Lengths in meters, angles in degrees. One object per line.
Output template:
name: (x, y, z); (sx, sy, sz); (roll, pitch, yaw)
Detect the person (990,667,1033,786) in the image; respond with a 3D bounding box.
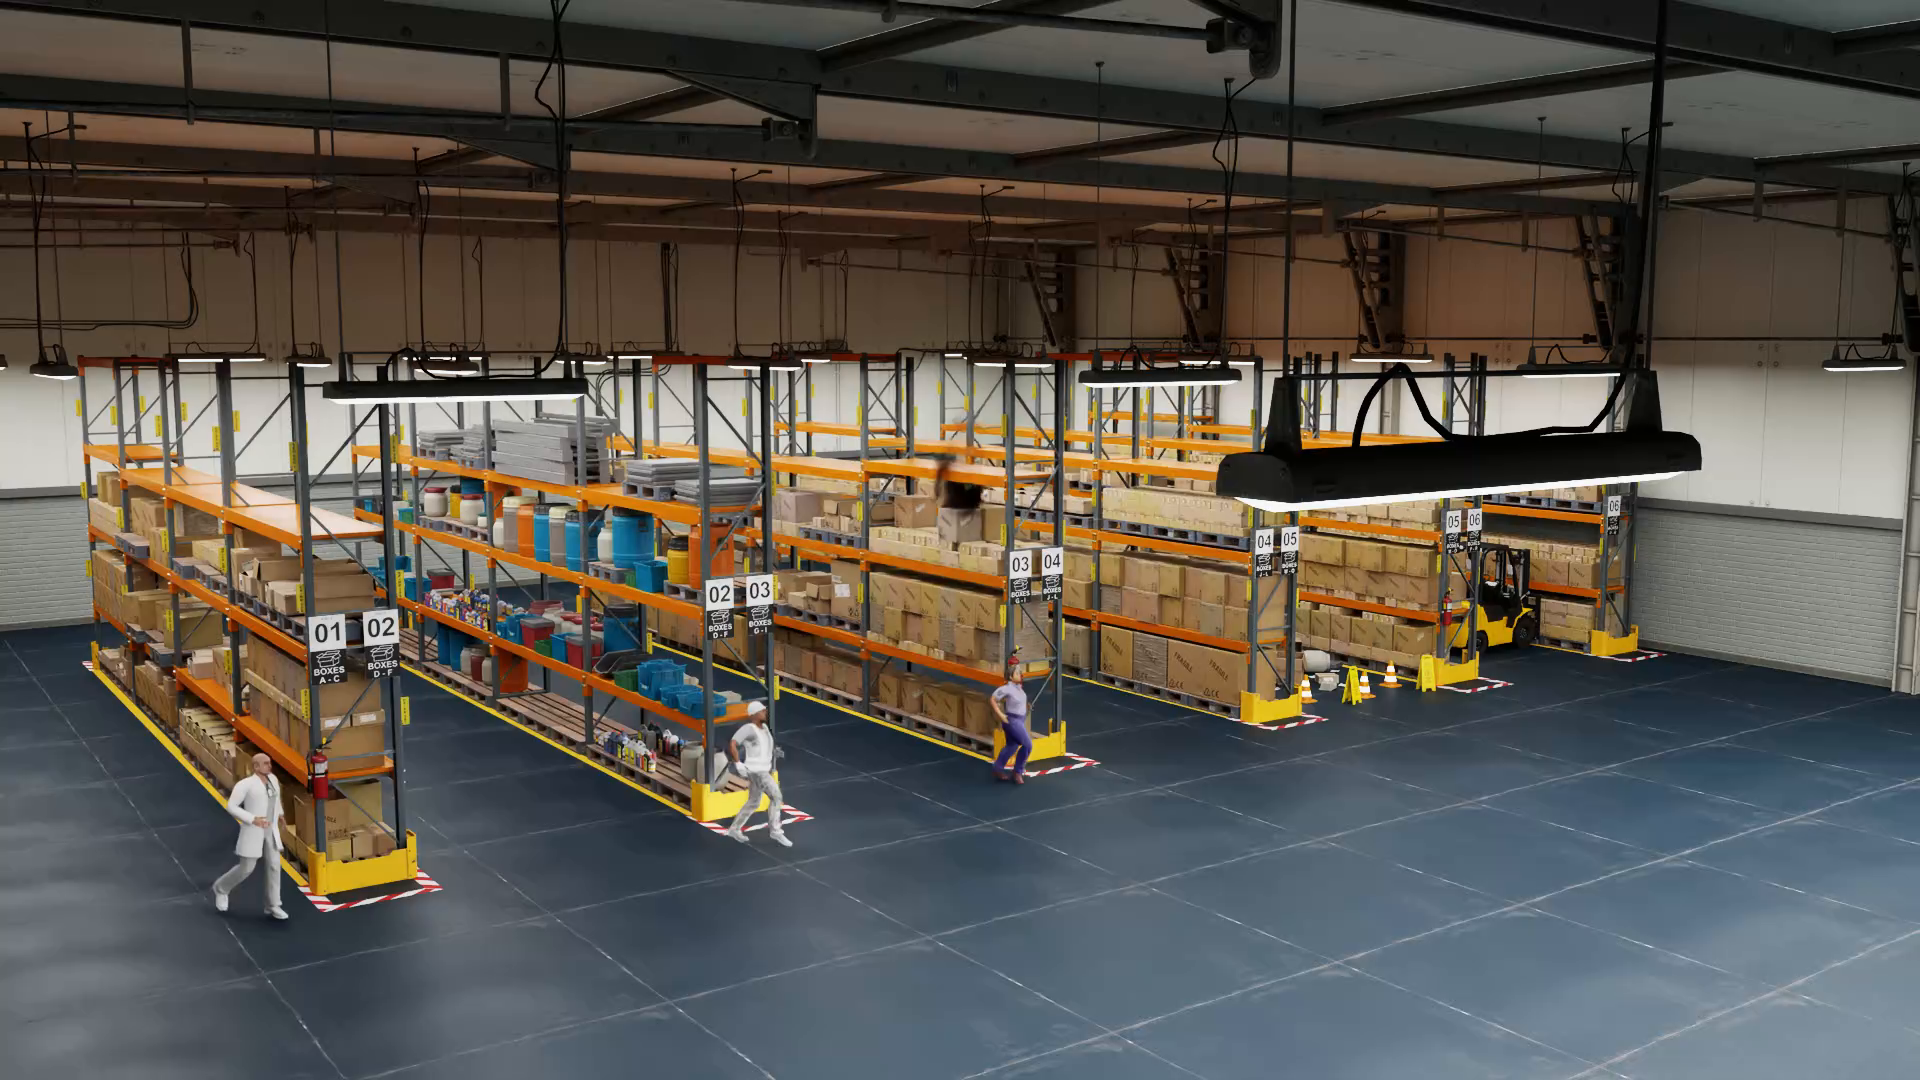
person: (0.764, 2.663, 23.811); (0.640, 1.686, 0.603); (2, 7, 13)

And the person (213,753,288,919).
person: (-7.706, 3.229, 18.365); (1.049, 1.739, 0.770); (4, 8, 27)

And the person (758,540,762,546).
person: (-4.583, 0.845, 38.325); (0.691, 1.705, 0.644); (-5, 9, -37)

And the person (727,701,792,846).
person: (-2.497, 2.919, 20.899); (0.833, 1.767, 0.705); (1, 7, 5)
